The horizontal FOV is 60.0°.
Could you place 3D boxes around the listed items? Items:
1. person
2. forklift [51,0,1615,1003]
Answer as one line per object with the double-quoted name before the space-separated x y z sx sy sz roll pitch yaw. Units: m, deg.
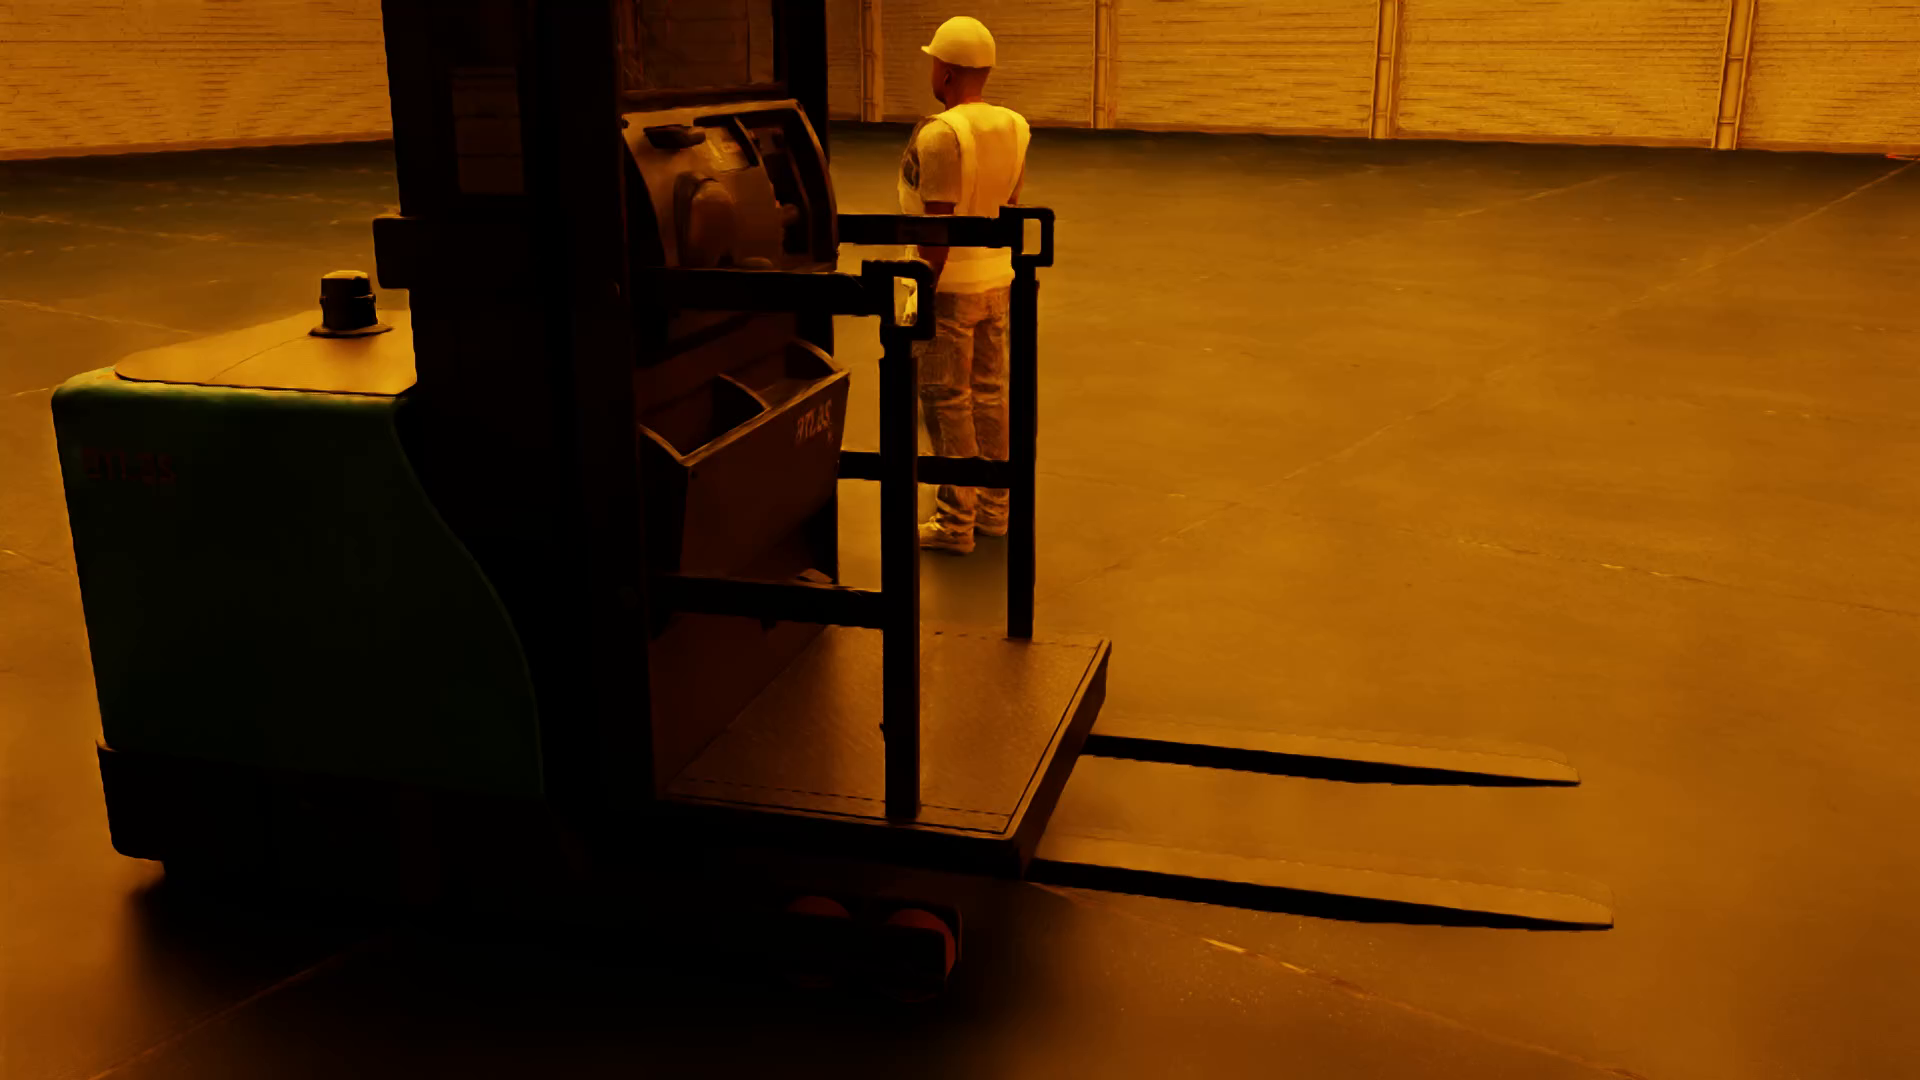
"person" -0.012 -0.858 5.699 0.365 1.790 0.546 11 20 33
"forklift" -0.236 -0.716 3.227 3.031 2.935 1.130 4 17 14
